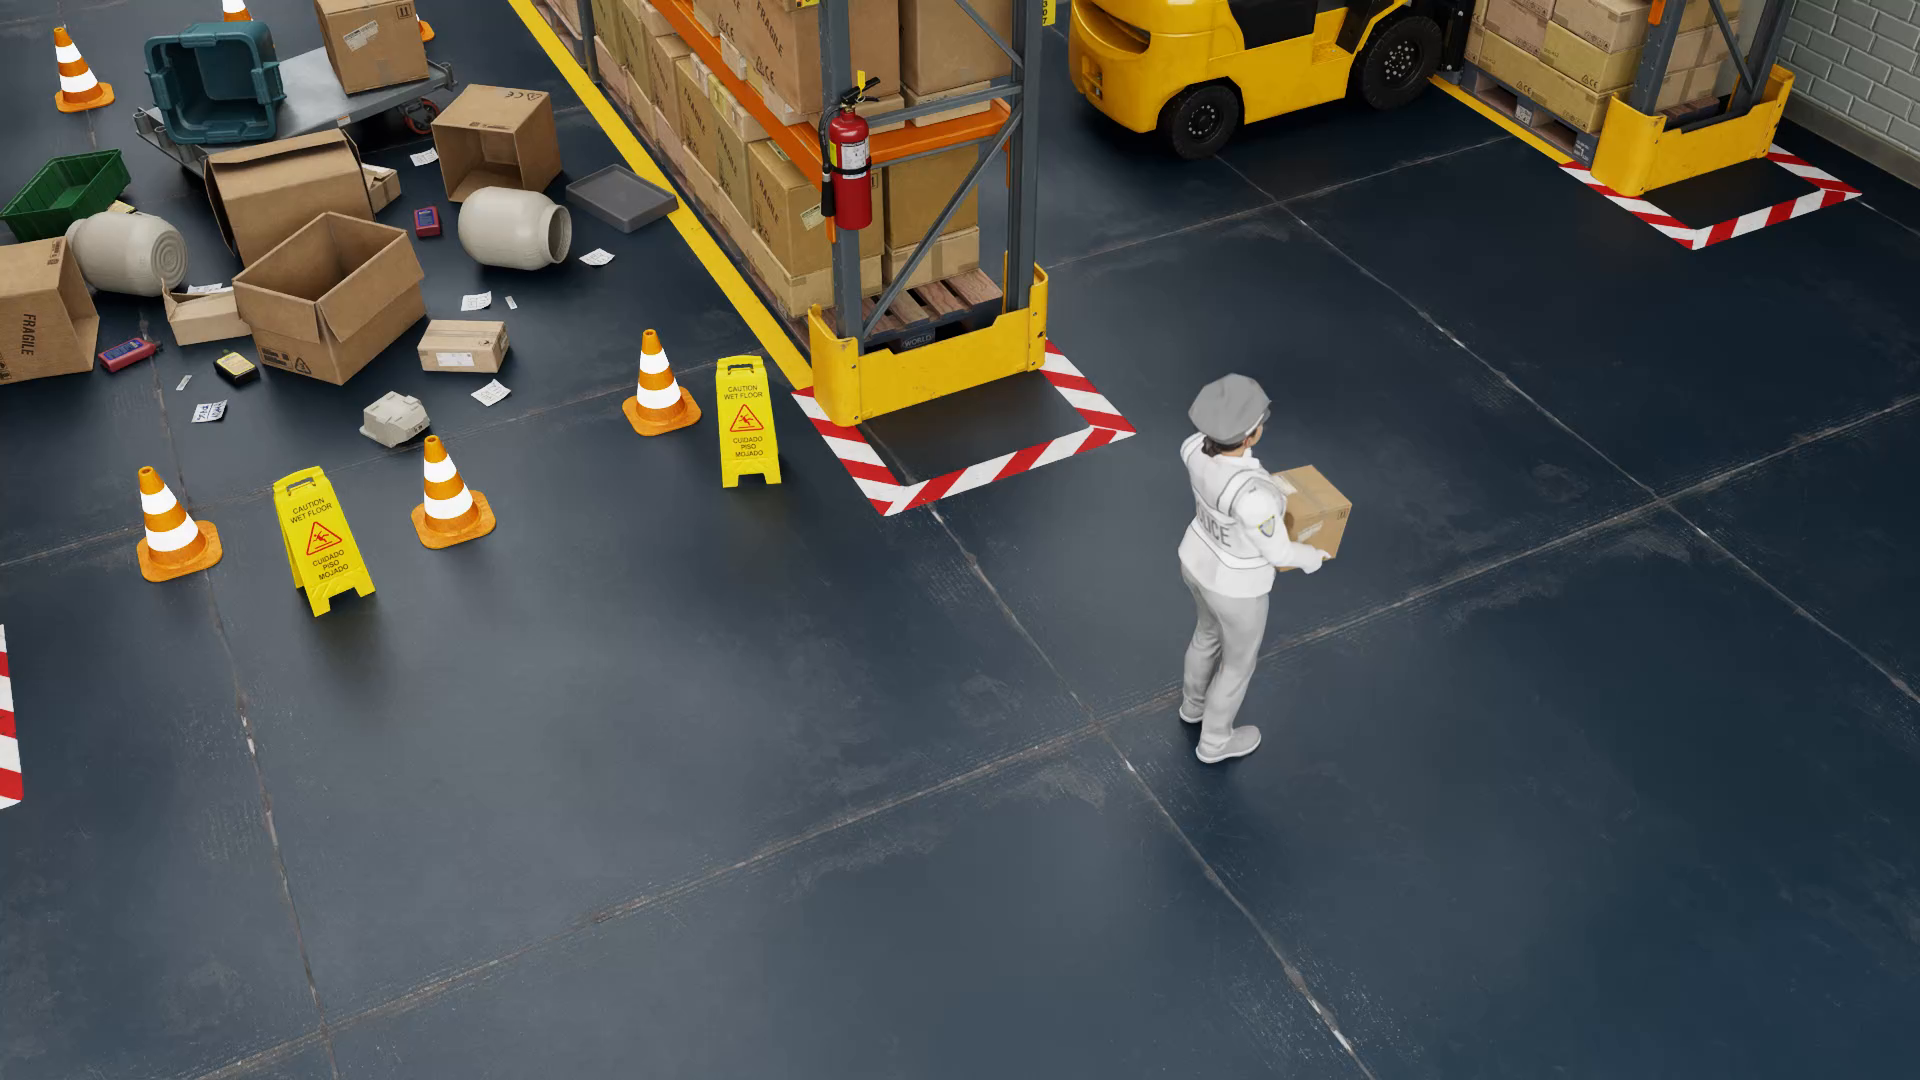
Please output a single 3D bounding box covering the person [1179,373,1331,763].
[{"bbox_3d":[1.031,0.103,6.026,0.546,1.687,0.459,-18,45,-19],"label":"person"}]
